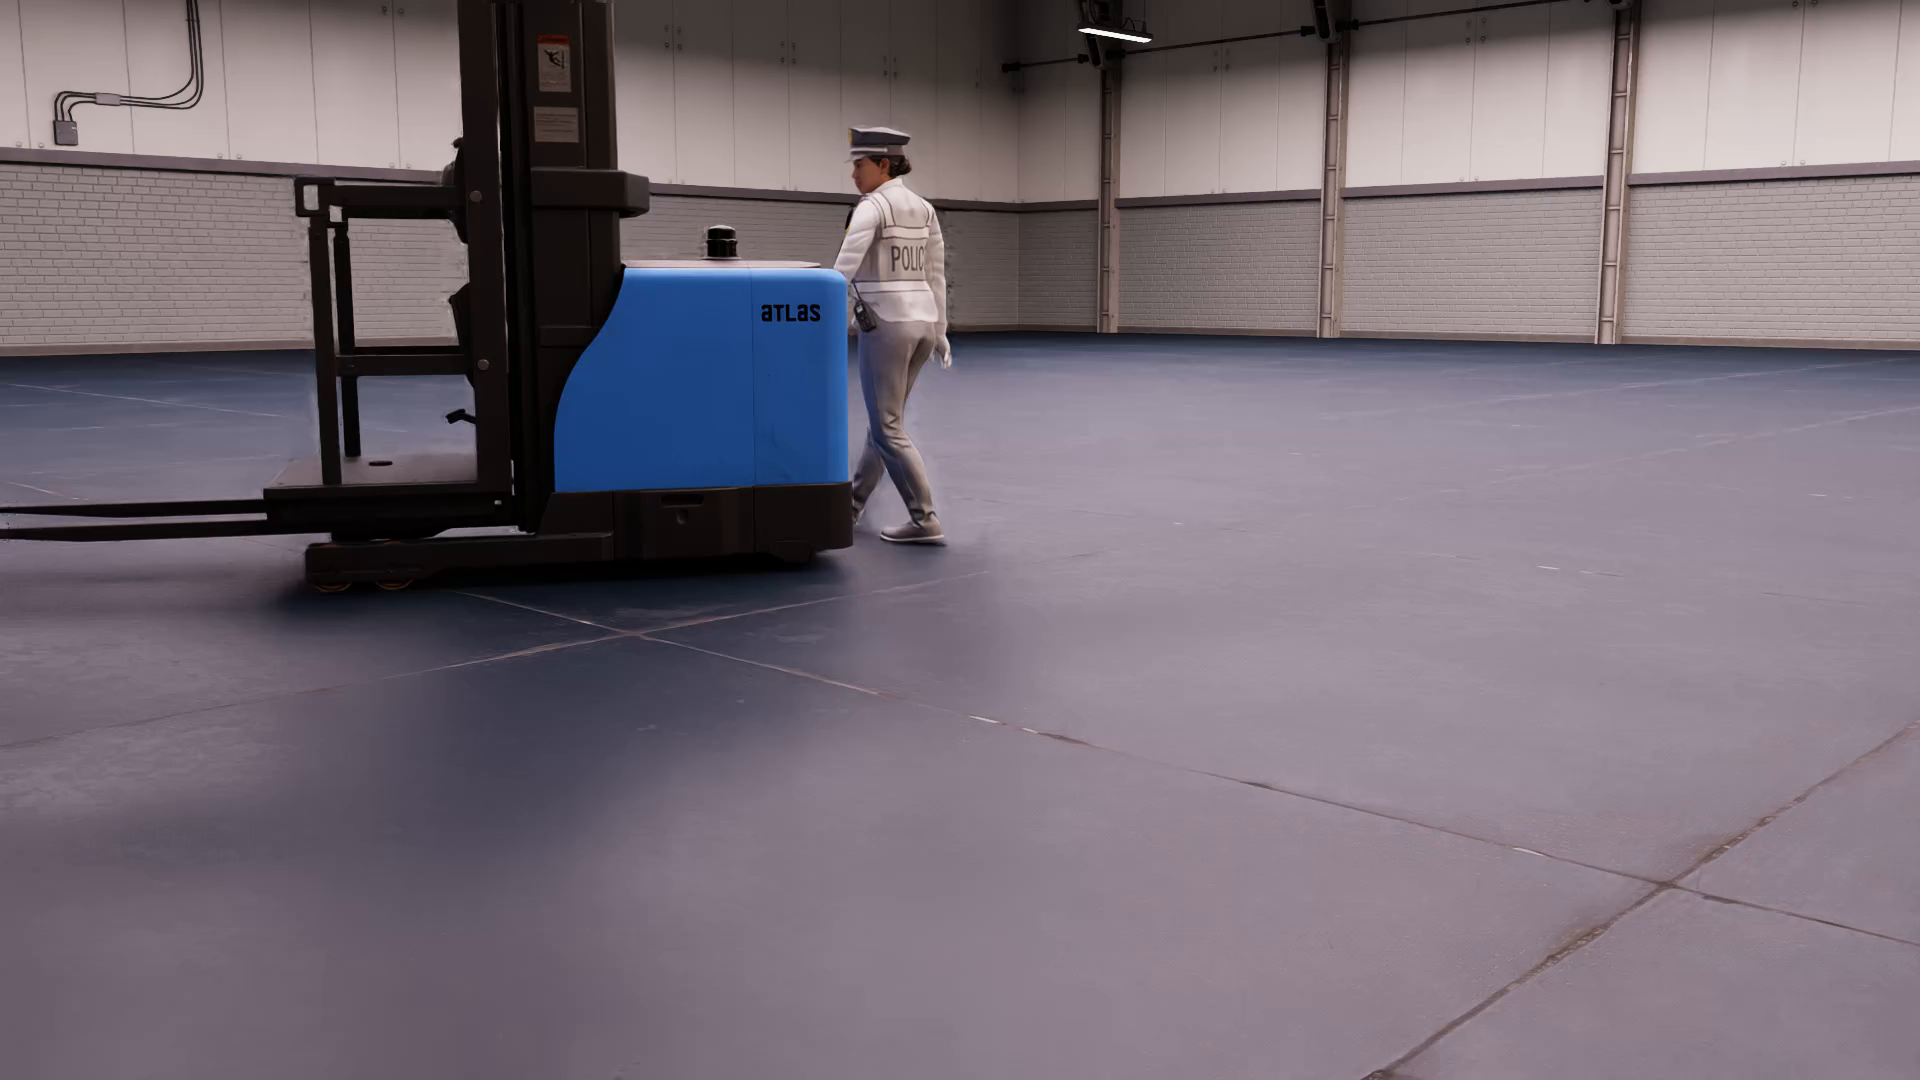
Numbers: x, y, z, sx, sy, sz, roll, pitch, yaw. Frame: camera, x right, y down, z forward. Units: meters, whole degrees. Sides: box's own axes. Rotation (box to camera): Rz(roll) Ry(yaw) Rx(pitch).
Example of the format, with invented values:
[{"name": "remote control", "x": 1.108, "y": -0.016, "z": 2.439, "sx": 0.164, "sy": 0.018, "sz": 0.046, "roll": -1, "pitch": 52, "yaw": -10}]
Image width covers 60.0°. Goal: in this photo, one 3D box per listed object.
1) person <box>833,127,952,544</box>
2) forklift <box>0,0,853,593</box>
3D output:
[{"name": "person", "x": -0.371, "y": -0.820, "z": 6.701, "sx": 0.753, "sy": 1.635, "sz": 0.667, "roll": 5, "pitch": 10, "yaw": 31}, {"name": "forklift", "x": -1.969, "y": -1.360, "z": 5.904, "sx": 3.031, "sy": 2.935, "sz": 1.130, "roll": -2, "pitch": 9, "yaw": -16}]
